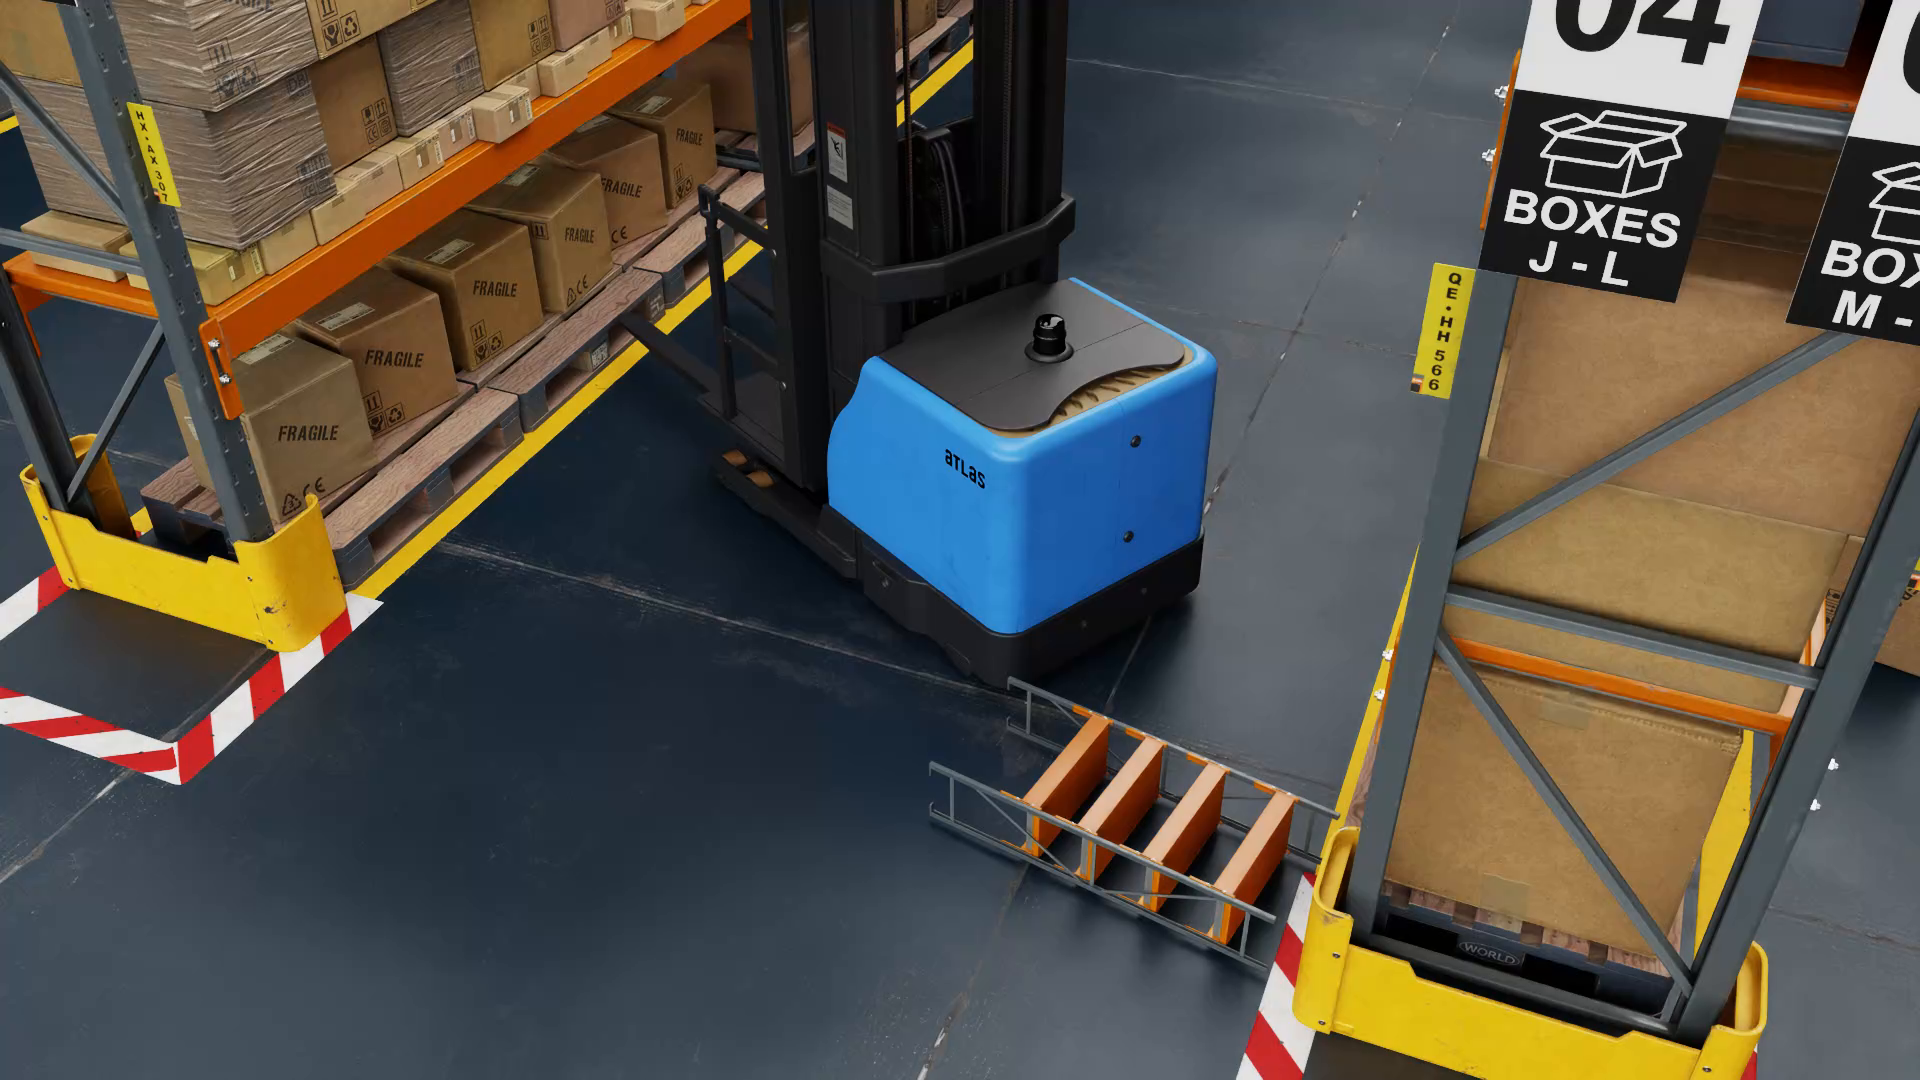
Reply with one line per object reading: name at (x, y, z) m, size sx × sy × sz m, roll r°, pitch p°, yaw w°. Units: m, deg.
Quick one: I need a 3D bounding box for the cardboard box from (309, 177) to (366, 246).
cardboard box at (-2.424, -1.228, 6.097) m, size 0.380 × 0.149 × 0.250 m, roll 14°, pitch 39°, yaw 18°

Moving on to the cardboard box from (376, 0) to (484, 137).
cardboard box at (-2.431, -1.985, 6.568) m, size 0.875 × 0.500 × 0.500 m, roll 14°, pitch 39°, yaw 18°

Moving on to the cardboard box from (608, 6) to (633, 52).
cardboard box at (-1.727, -2.351, 7.600) m, size 0.380 × 0.149 × 0.250 m, roll 14°, pitch 39°, yaw 18°

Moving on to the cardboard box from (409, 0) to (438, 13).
cardboard box at (-2.128, -2.311, 6.169) m, size 0.500 × 0.500 × 0.500 m, roll 14°, pitch 39°, yaw 18°

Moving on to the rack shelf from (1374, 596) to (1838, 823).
rack shelf at (2.334, -0.589, 5.634) m, size 1.077 × 0.370 × 4.000 m, roll 14°, pitch 39°, yaw 18°

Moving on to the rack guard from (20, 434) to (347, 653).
rack guard at (-2.946, 0.003, 6.328) m, size 1.175 × 0.500 × 0.348 m, roll 14°, pitch 39°, yaw 18°

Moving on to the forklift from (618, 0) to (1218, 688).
forklift at (-0.392, -1.465, 6.261) m, size 1.130 × 2.935 × 3.031 m, roll -26°, pitch 44°, yaw -30°

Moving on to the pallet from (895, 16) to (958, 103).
pallet at (-0.696, -3.163, 10.806) m, size 1.003 × 0.211 × 1.213 m, roll 14°, pitch 39°, yaw 18°

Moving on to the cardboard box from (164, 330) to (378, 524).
cardboard box at (-2.722, -0.465, 6.604) m, size 0.500 × 0.500 × 0.500 m, roll 21°, pitch 42°, yaw 26°

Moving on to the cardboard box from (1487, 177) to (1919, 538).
cardboard box at (1.750, -0.460, 3.832) m, size 0.875 × 0.550 × 0.550 m, roll 14°, pitch 39°, yaw 18°

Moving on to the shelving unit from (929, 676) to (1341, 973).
shelving unit at (0.542, 0.880, 5.327) m, size 1.200 × 0.258 × 0.503 m, roll 21°, pitch 42°, yaw 25°

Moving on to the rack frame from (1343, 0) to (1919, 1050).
rack frame at (1.573, 0.230, 3.937) m, size 1.000 × 3.000 × 0.127 m, roll 14°, pitch 39°, yaw 18°

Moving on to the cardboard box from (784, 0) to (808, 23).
cardboard box at (-1.001, -2.941, 9.899) m, size 0.700 × 0.500 × 0.500 m, roll 14°, pitch 39°, yaw 17°

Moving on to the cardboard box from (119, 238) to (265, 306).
cardboard box at (-2.646, -0.959, 5.737) m, size 0.380 × 0.149 × 0.250 m, roll 14°, pitch 39°, yaw 18°

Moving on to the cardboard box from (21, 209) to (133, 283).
cardboard box at (-3.058, -1.060, 5.873) m, size 0.380 × 0.149 × 0.250 m, roll 14°, pitch 39°, yaw 18°

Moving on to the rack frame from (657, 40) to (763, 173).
rack frame at (-1.453, -3.171, 8.487) m, size 1.000 × 3.000 × 0.127 m, roll 14°, pitch 39°, yaw 18°

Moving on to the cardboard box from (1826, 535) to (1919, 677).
cardboard box at (3.454, 0.109, 6.185) m, size 0.500 × 0.500 × 0.500 m, roll 21°, pitch 42°, yaw 25°

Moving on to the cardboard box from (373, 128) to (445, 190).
cardboard box at (-2.247, -1.508, 6.472) m, size 0.380 × 0.149 × 0.250 m, roll 14°, pitch 39°, yaw 18°

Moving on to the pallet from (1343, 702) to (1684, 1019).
pallet at (1.805, 0.886, 5.388) m, size 1.003 × 0.211 × 1.213 m, roll 14°, pitch 39°, yaw 18°

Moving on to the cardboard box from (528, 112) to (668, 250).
cardboard box at (-1.853, -1.807, 8.399) m, size 0.500 × 0.500 × 0.500 m, roll 27°, pitch 45°, yaw 32°

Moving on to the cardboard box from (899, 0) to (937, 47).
cardboard box at (-0.576, -3.559, 10.727) m, size 0.700 × 0.500 × 0.500 m, roll 17°, pitch 40°, yaw 21°

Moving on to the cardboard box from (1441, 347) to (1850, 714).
cardboard box at (1.673, -0.046, 4.181) m, size 0.875 × 0.550 × 0.550 m, roll 14°, pitch 39°, yaw 18°

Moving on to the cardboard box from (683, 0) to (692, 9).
cardboard box at (-1.518, -2.623, 7.964) m, size 0.380 × 0.149 × 0.250 m, roll 14°, pitch 39°, yaw 18°

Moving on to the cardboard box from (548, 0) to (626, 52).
cardboard box at (-2.001, -2.526, 7.292) m, size 0.875 × 0.500 × 0.500 m, roll 14°, pitch 39°, yaw 18°

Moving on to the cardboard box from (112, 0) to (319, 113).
cardboard box at (-2.514, -1.758, 5.430) m, size 0.500 × 0.500 × 0.500 m, roll 14°, pitch 39°, yaw 18°

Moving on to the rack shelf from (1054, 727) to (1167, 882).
rack shelf at (0.485, 0.858, 5.356) m, size 0.148 × 0.258 × 0.480 m, roll 21°, pitch 42°, yaw 25°

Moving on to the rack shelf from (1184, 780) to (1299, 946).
rack shelf at (0.874, 1.006, 5.158) m, size 0.148 × 0.258 × 0.480 m, roll 21°, pitch 42°, yaw 25°

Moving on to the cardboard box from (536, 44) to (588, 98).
cardboard box at (-1.847, -2.057, 7.206) m, size 0.380 × 0.149 × 0.250 m, roll 14°, pitch 39°, yaw 18°

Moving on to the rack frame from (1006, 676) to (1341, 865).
rack frame at (0.673, 0.756, 5.492) m, size 1.200 × 0.240 × 0.015 m, roll 21°, pitch 42°, yaw 25°

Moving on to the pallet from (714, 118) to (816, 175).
pallet at (-1.158, -2.485, 9.899) m, size 1.003 × 0.211 × 1.213 m, roll 14°, pitch 39°, yaw 18°

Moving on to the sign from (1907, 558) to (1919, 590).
sign at (2.084, -0.019, 3.481) m, size 0.100 × 0.325 × 0.005 m, roll 14°, pitch 39°, yaw 18°

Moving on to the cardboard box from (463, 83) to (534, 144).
cardboard box at (-1.986, -1.767, 6.819) m, size 0.380 × 0.149 × 0.250 m, roll 14°, pitch 39°, yaw 18°

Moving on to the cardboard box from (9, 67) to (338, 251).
cardboard box at (-2.740, -1.414, 5.804) m, size 0.875 × 0.500 × 0.500 m, roll 14°, pitch 39°, yaw 18°

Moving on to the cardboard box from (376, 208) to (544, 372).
cardboard box at (-2.271, -1.146, 7.515) m, size 0.500 × 0.500 × 0.500 m, roll 18°, pitch 40°, yaw 22°

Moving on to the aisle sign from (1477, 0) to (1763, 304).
aisle sign at (1.269, -0.841, 3.198) m, size 0.394 × 0.787 × 0.004 m, roll 14°, pitch 39°, yaw 18°

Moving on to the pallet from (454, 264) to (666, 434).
pallet at (-2.139, -0.996, 7.906) m, size 1.003 × 0.211 × 1.213 m, roll 14°, pitch 39°, yaw 18°

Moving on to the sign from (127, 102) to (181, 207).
sign at (-2.473, -1.179, 5.099) m, size 0.100 × 0.325 × 0.005 m, roll 14°, pitch 39°, yaw 18°
